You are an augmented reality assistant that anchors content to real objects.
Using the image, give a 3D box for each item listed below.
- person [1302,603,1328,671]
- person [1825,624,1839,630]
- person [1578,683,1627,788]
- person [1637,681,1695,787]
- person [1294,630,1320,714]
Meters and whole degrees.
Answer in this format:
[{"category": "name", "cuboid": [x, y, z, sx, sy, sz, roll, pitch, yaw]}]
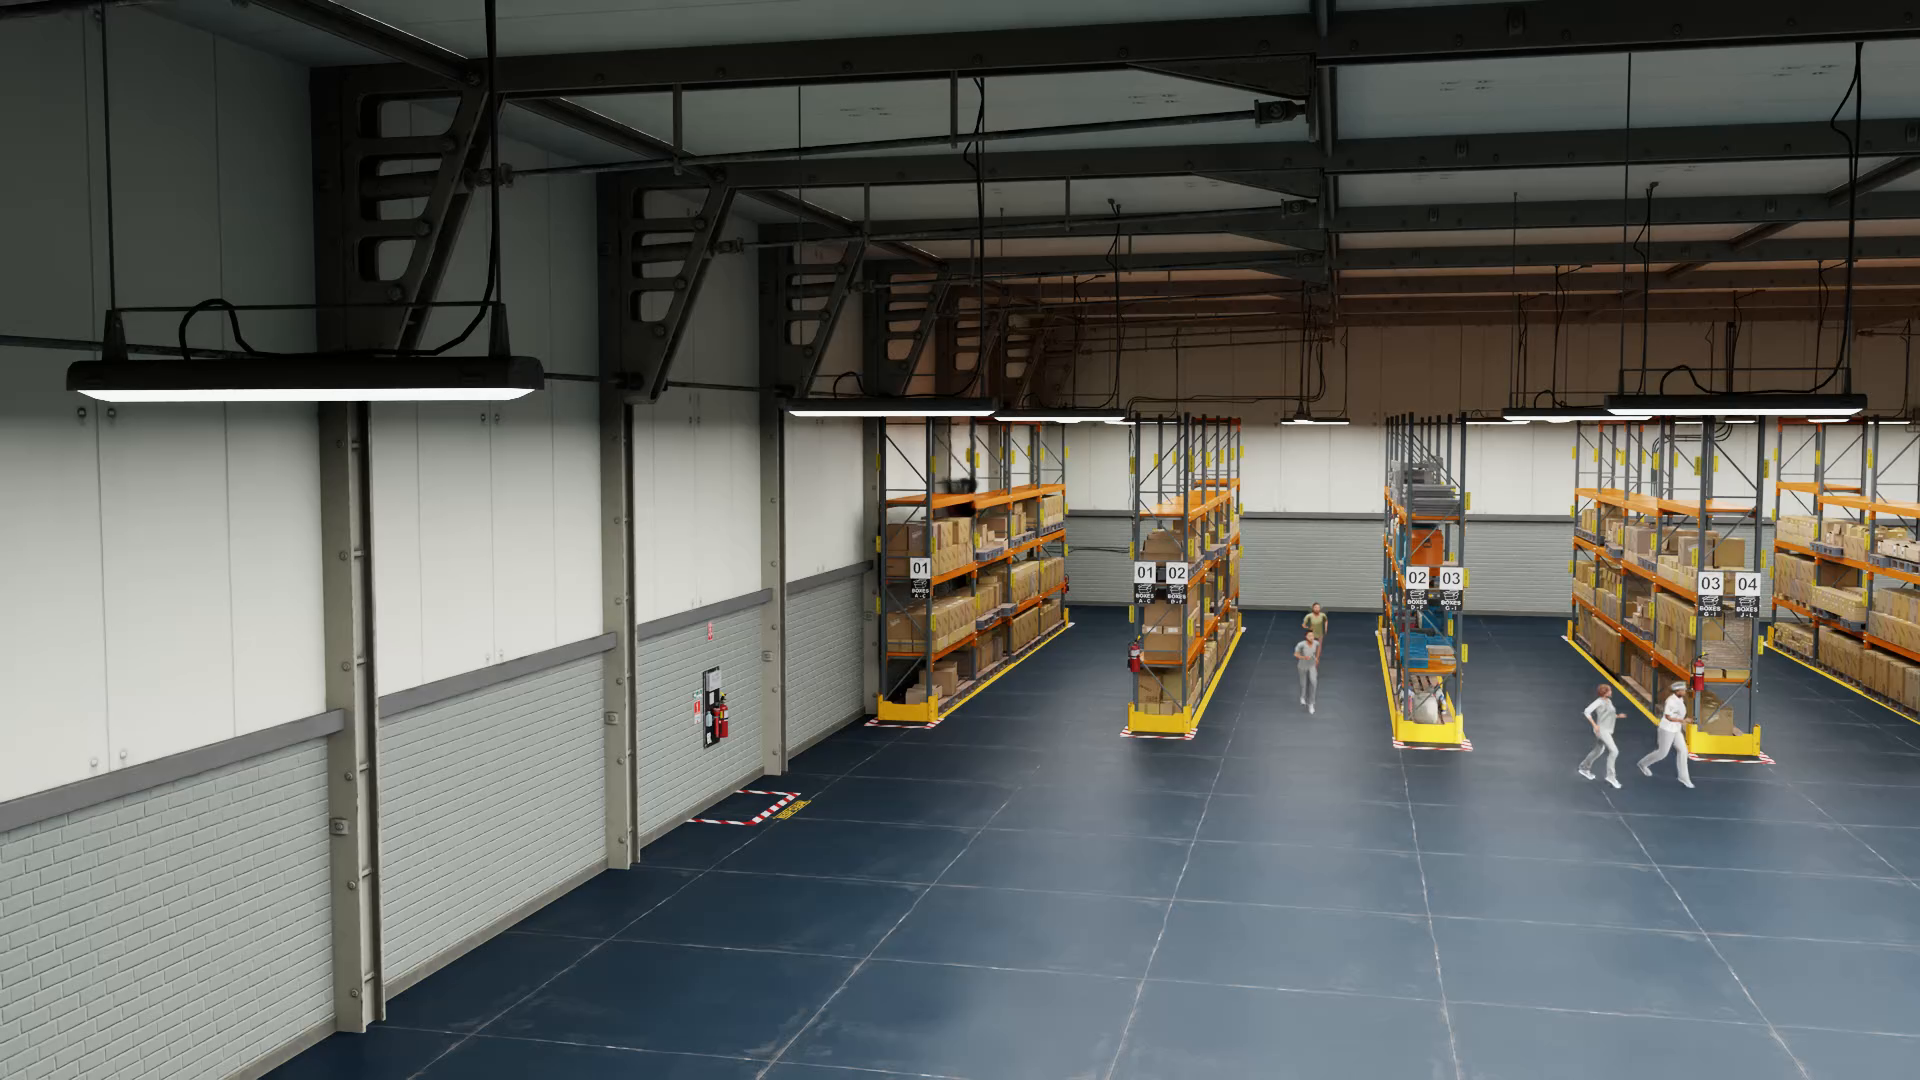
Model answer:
[{"category": "person", "cuboid": [8.288, 2.276, 38.799, 0.601, 1.661, 0.954, 0, 4, 4]}, {"category": "person", "cuboid": [23.001, 1.878, 43.953, 0.695, 1.772, 0.642, -2, 4, -27]}, {"category": "person", "cuboid": [10.290, 3.114, 26.642, 0.733, 1.645, 0.510, 3, 5, 34]}, {"category": "person", "cuboid": [11.383, 3.096, 26.770, 0.928, 1.718, 0.606, 4, 5, 44]}, {"category": "person", "cuboid": [7.026, 2.627, 33.729, 0.567, 1.671, 1.012, 0, 4, 1]}]
